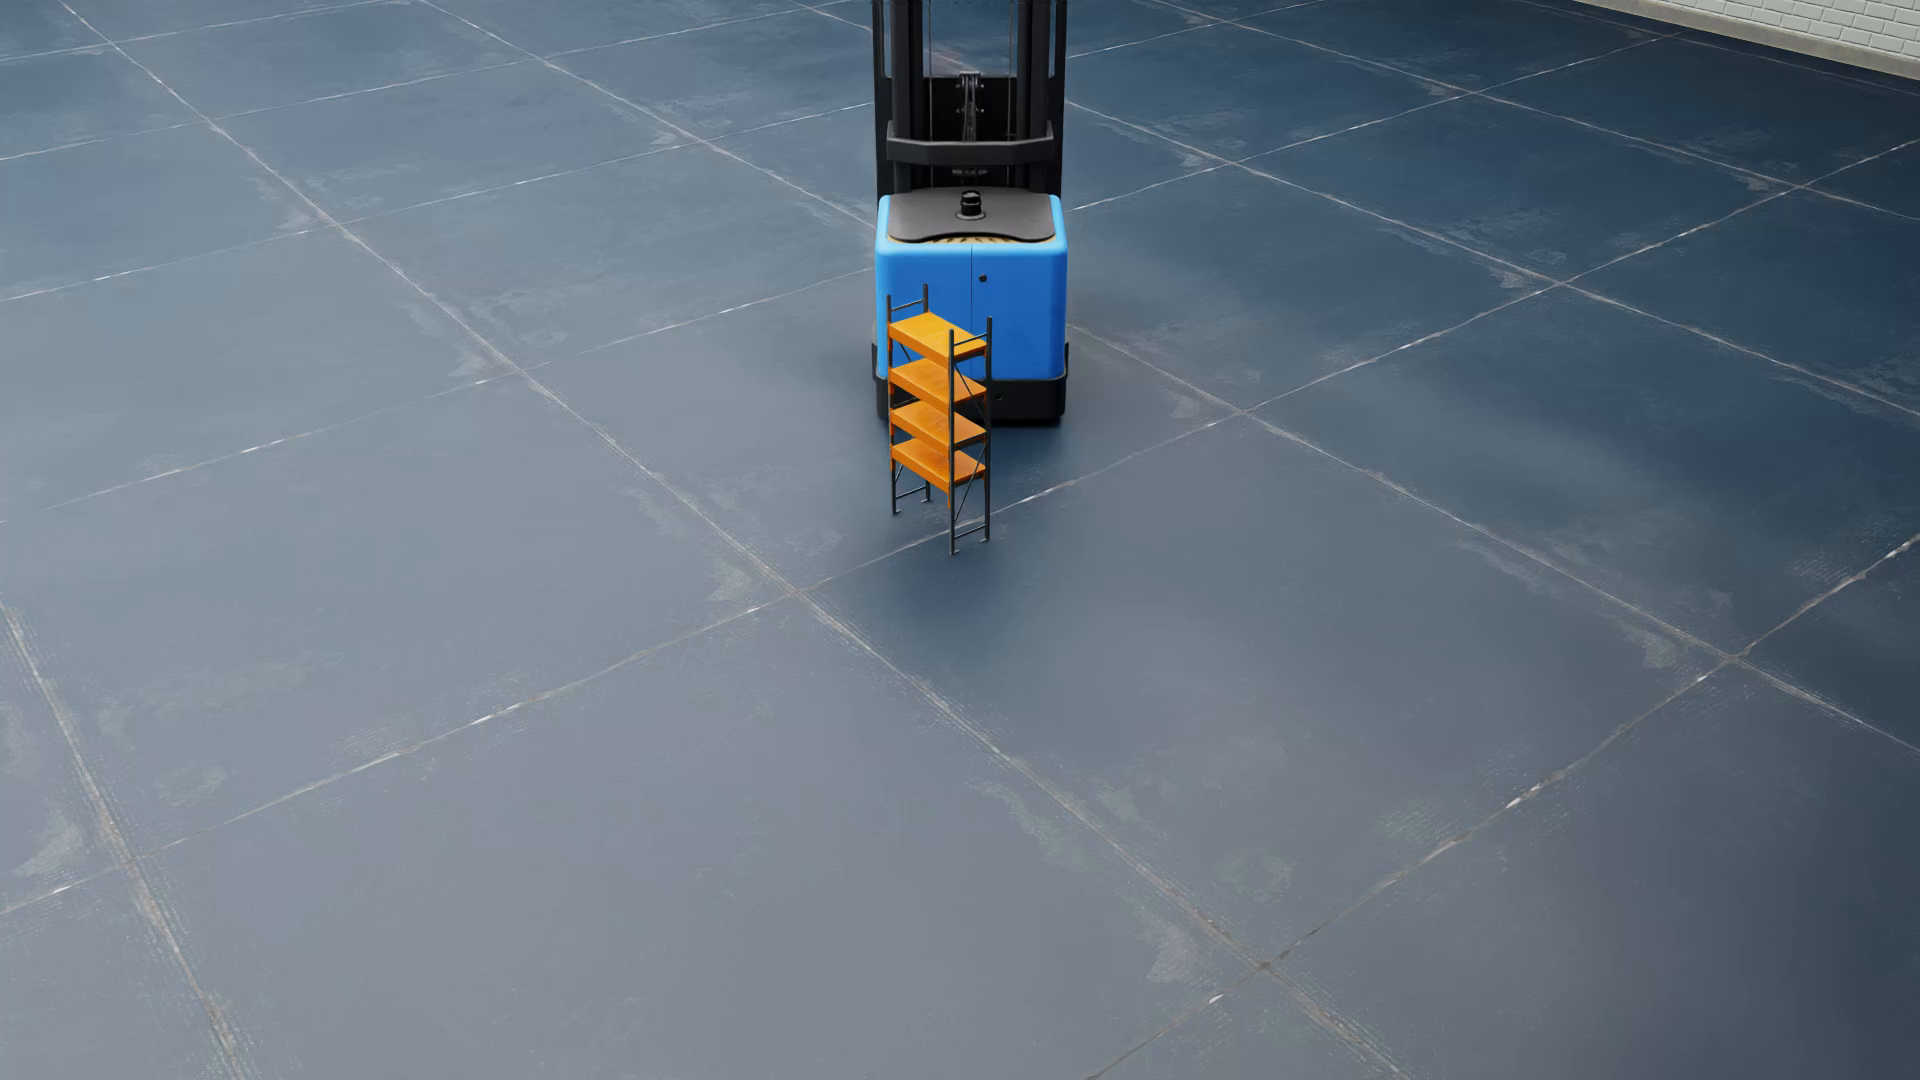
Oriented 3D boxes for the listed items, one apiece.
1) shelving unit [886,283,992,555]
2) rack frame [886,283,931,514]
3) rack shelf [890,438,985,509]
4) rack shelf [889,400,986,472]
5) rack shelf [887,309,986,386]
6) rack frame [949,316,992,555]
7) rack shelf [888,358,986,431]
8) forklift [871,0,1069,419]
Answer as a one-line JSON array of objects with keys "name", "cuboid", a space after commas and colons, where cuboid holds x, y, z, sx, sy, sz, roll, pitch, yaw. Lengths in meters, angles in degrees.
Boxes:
[{"name": "shelving unit", "cuboid": [-0.102, -0.579, 8.045, 0.258, 1.200, 0.503, -22, 38, -31]}, {"name": "rack frame", "cuboid": [-0.251, -0.680, 8.208, 0.240, 1.200, 0.015, -22, 38, -31]}, {"name": "rack shelf", "cuboid": [-0.102, -0.353, 8.185, 0.258, 0.148, 0.480, -22, 38, -31]}, {"name": "rack shelf", "cuboid": [-0.102, -0.522, 8.080, 0.258, 0.148, 0.480, -22, 38, -31]}, {"name": "rack shelf", "cuboid": [-0.101, -0.912, 7.837, 0.258, 0.148, 0.480, -22, 38, -31]}, {"name": "rack frame", "cuboid": [0.048, -0.477, 7.881, 0.240, 1.200, 0.015, -22, 38, -31]}, {"name": "rack shelf", "cuboid": [-0.101, -0.712, 7.962, 0.258, 0.148, 0.480, -22, 38, -31]}, {"name": "forklift", "cuboid": [0.051, -2.650, 9.739, 1.130, 2.935, 3.031, 0, 32, 0]}]
